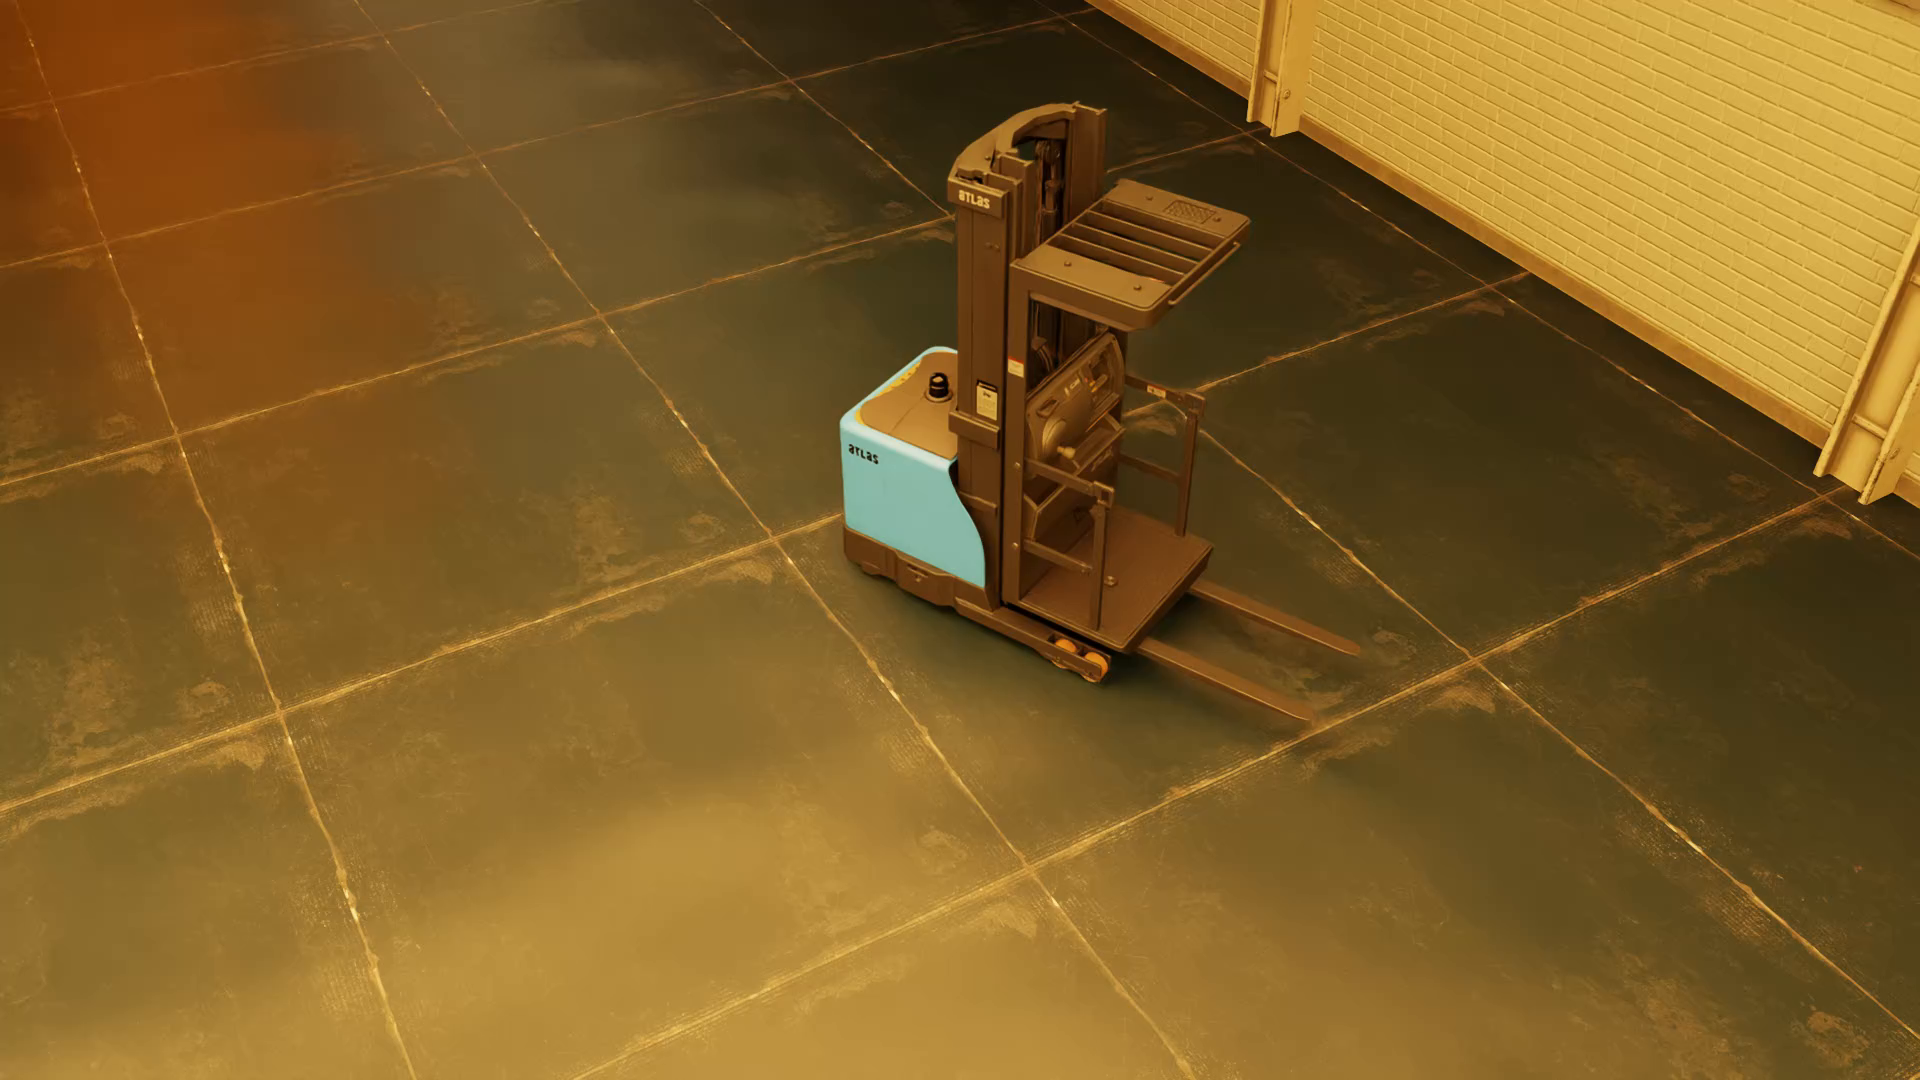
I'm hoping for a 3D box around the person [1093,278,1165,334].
[{"bbox_3d":[0.799,-0.976,10.394,1.498,1.273,0.673,-30,48,-31],"label":"person"}]

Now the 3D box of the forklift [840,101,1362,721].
[{"bbox_3d":[0.799,-0.717,8.901,3.031,2.935,1.130,24,45,26],"label":"forklift"}]
